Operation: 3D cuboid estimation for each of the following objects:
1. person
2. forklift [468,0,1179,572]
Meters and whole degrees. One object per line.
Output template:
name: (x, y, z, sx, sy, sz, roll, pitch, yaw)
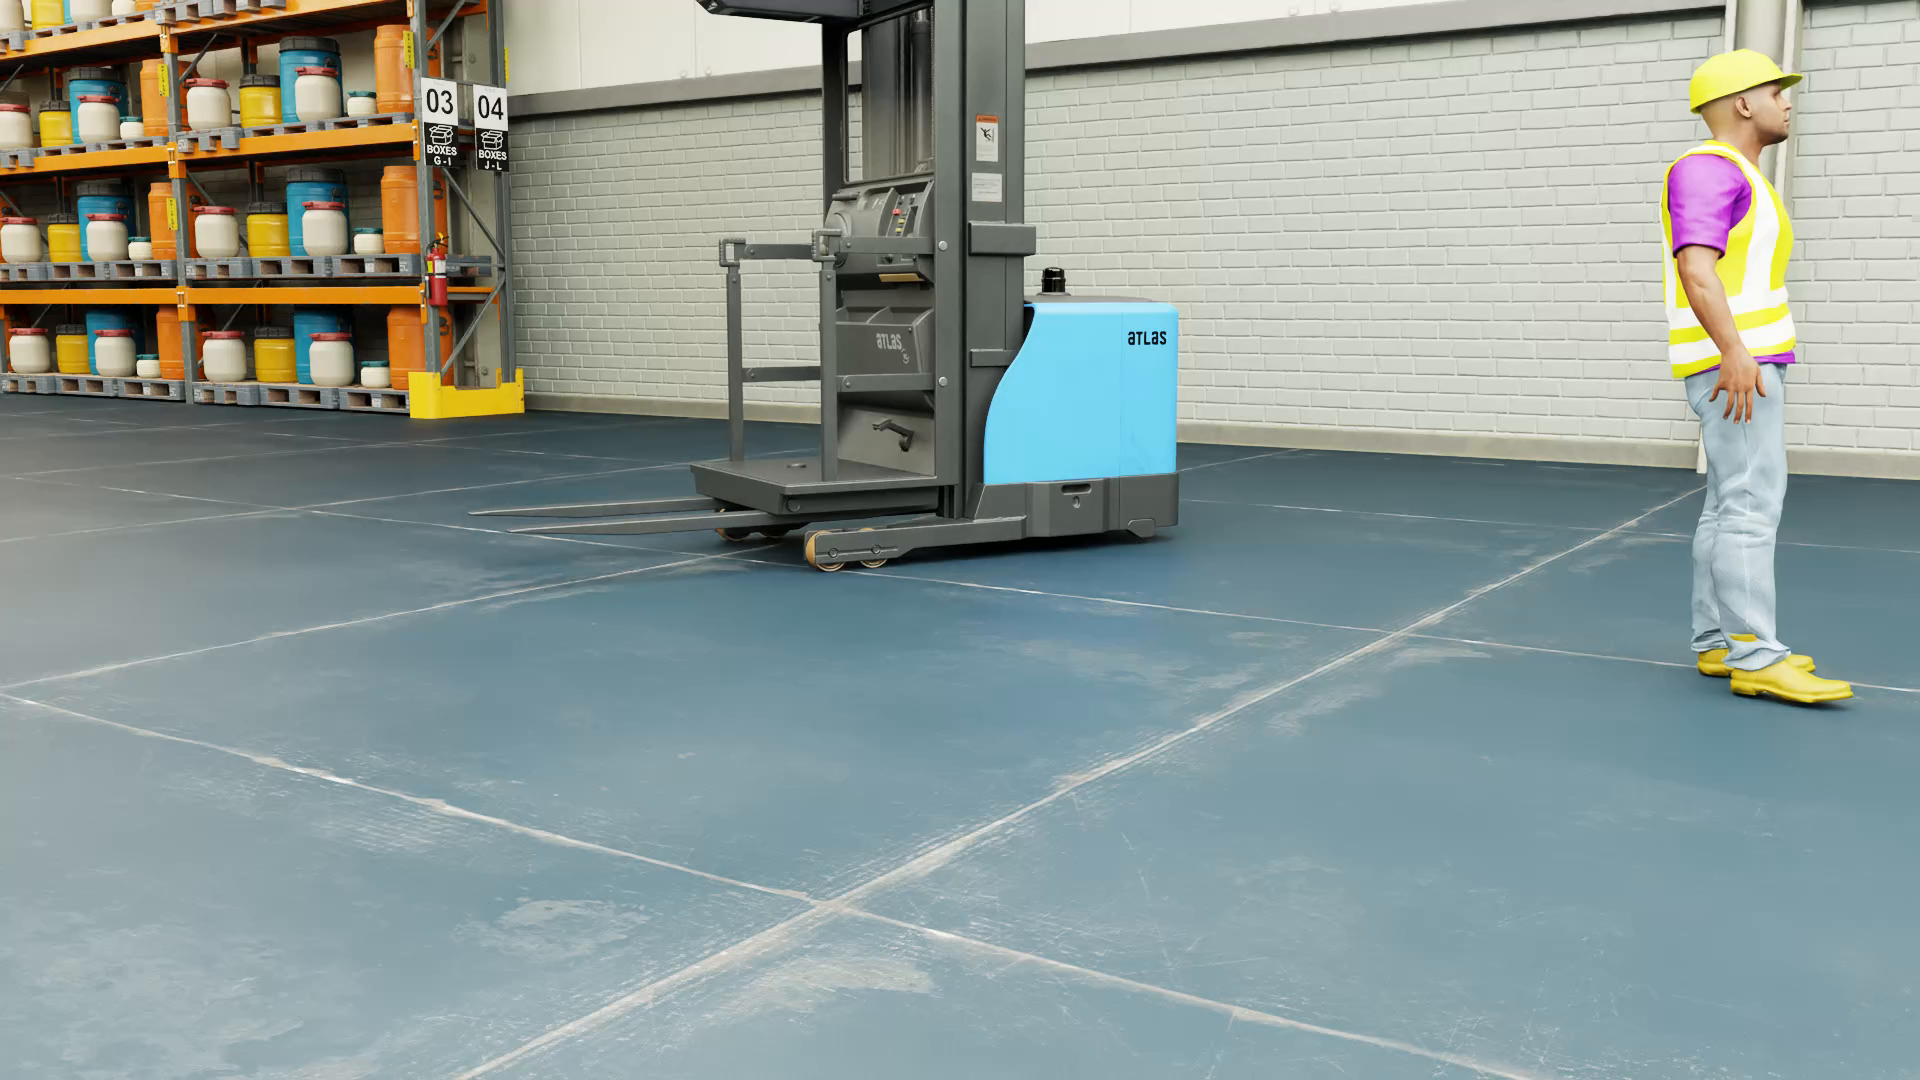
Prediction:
person: (2.261, -0.482, 4.669, 0.576, 1.767, 0.666, 5, 9, 31)
forklift: (-0.539, -1.408, 7.095, 3.031, 2.935, 1.130, -5, 9, -29)
